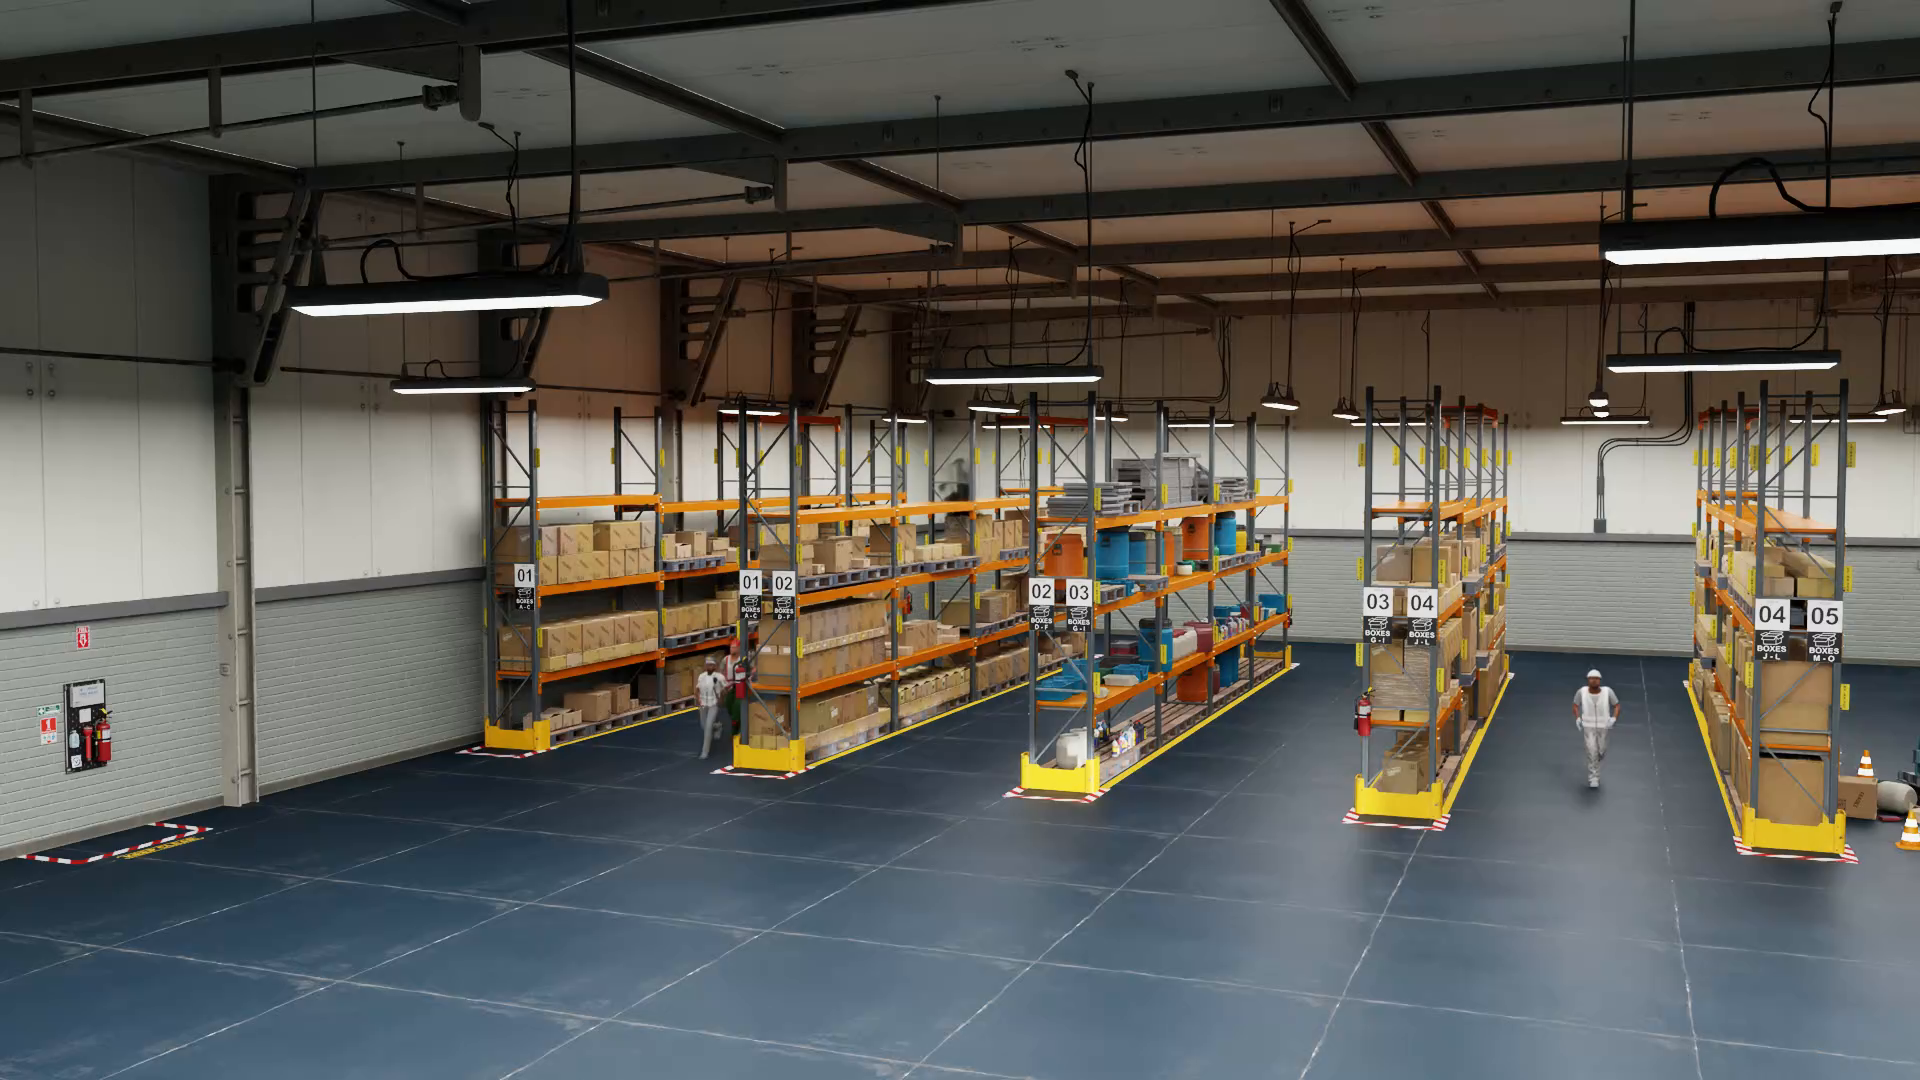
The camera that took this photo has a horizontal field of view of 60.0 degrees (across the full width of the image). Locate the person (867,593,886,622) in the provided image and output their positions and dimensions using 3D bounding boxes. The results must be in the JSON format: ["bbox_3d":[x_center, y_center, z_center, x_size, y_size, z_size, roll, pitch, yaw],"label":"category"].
[{"bbox_3d":[-1.982,2.042,36.610,0.710,1.742,0.637,0,3,9],"label":"person"}]

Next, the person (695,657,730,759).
[{"bbox_3d":[-4.204,2.805,28.123,0.557,1.693,0.962,1,3,19],"label":"person"}]

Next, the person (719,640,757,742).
[{"bbox_3d":[-3.975,2.664,29.676,0.664,1.779,0.868,1,3,10],"label":"person"}]

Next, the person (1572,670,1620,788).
[{"bbox_3d":[9.722,2.859,25.427,0.679,1.772,0.831,1,3,18],"label":"person"}]
